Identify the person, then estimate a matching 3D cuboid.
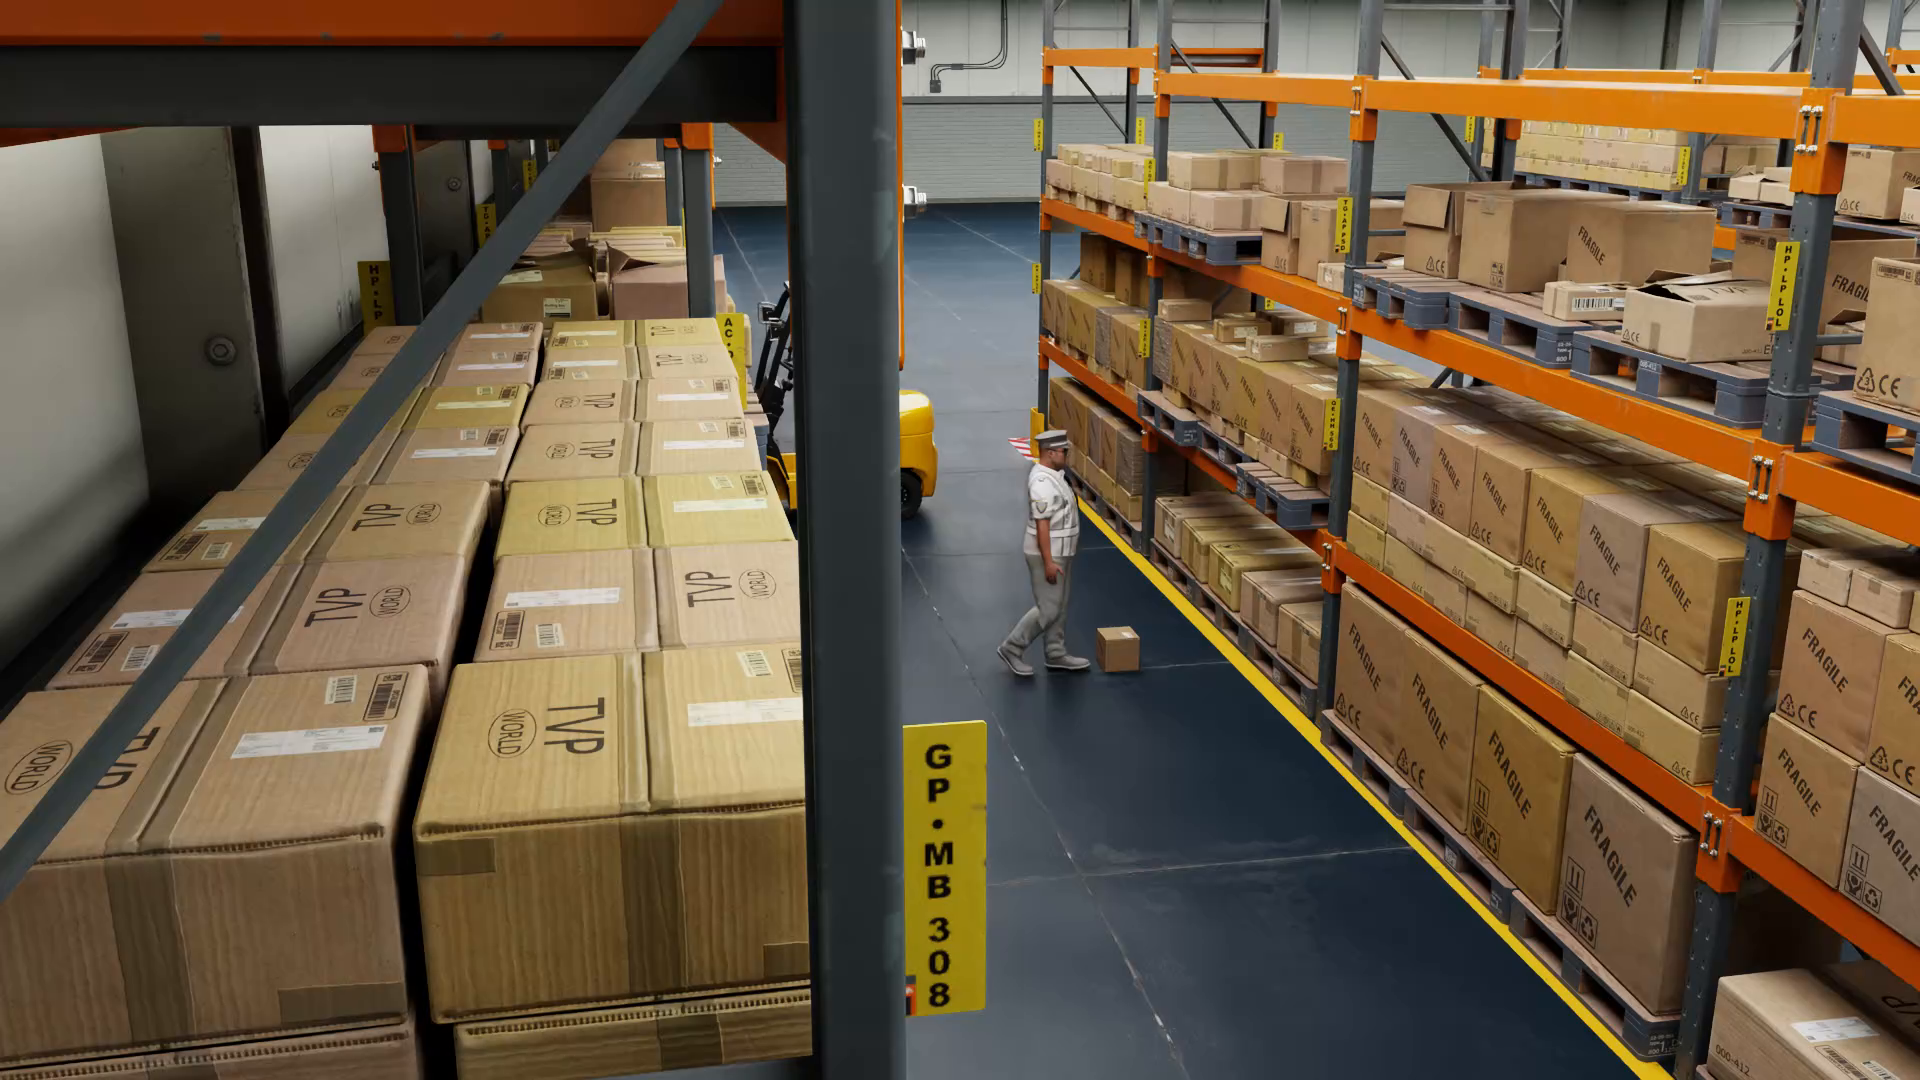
[{"bbox_3d":[0.602,0.082,11.694,0.657,1.745,0.554,3,16,9],"label":"person"}]
